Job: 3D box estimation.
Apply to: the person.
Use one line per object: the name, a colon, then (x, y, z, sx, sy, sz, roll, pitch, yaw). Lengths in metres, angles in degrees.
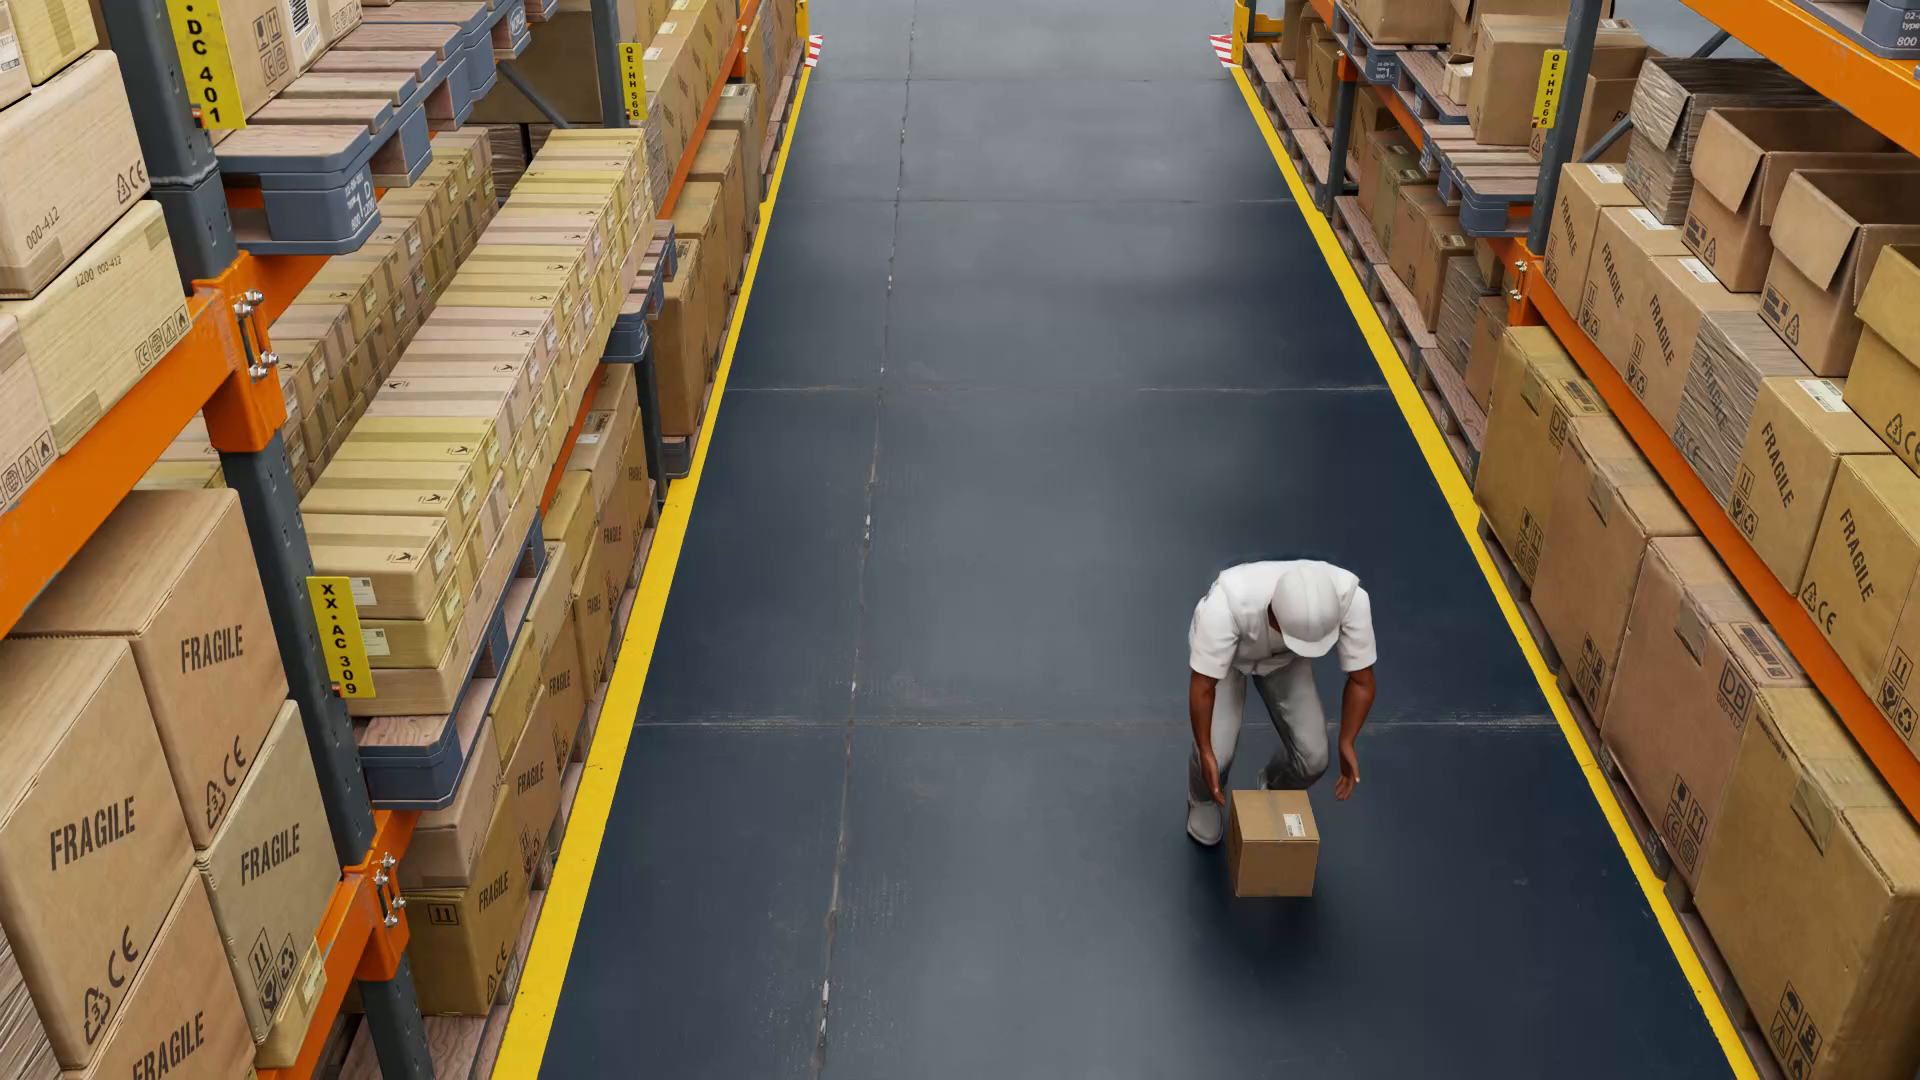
person: (1.074, 0.509, 5.709, 0.630, 1.317, 0.803, 0, 31, 0)
